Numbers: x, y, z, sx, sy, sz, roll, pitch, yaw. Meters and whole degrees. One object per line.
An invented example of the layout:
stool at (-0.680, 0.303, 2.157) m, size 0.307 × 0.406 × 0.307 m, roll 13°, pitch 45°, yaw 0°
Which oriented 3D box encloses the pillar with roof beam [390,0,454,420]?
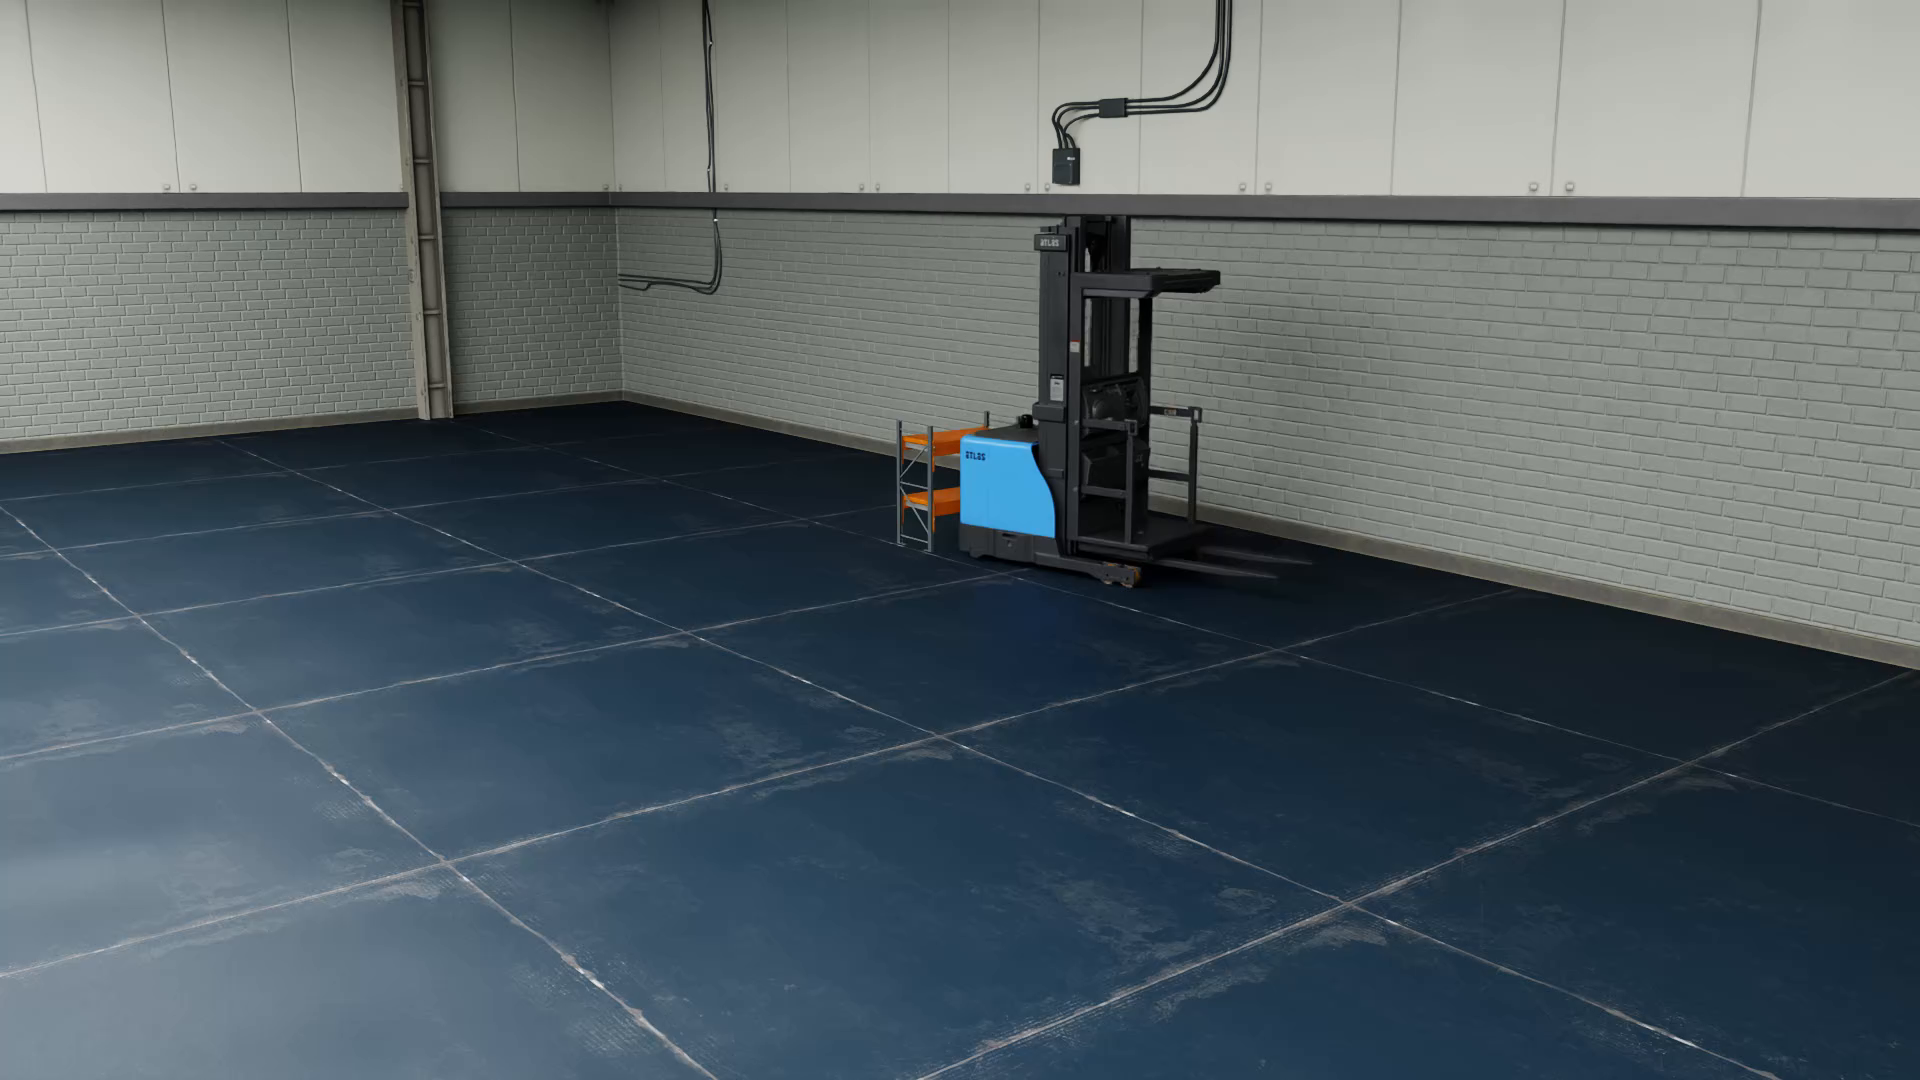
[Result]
pillar with roof beam at (-4.663, -5.421, 19.113) m, size 0.400 × 9.000 × 9.100 m, roll -9°, pitch 15°, yaw -38°

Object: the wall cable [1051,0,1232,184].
wall cable at (1.693, -6.408, 15.577) m, size 0.169 × 6.003 × 2.305 m, roll -9°, pitch 15°, yaw -38°

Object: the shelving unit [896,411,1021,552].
shelving unit at (-0.005, -0.549, 15.129) m, size 1.048 × 1.125 × 0.538 m, roll -9°, pitch 15°, yaw -38°

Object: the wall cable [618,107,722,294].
wall cable at (-4.226, -4.768, 23.514) m, size 0.112 × 2.526 × 3.097 m, roll -9°, pitch 15°, yaw -38°

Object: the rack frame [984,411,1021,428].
rack frame at (0.392, -0.615, 15.440) m, size 0.032 × 1.125 × 0.500 m, roll -9°, pitch 15°, yaw -38°

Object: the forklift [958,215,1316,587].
forklift at (1.459, -1.174, 13.720) m, size 3.031 × 2.935 × 1.130 m, roll 9°, pitch 15°, yaw 37°

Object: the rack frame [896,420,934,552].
rack frame at (-0.402, -0.483, 14.818) m, size 0.032 × 1.125 × 0.500 m, roll -9°, pitch 15°, yaw -38°

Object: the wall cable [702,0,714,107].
wall cable at (-2.536, -6.799, 20.923) m, size 0.112 × 2.526 × 3.097 m, roll -9°, pitch 15°, yaw -38°

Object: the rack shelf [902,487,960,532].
rack shelf at (-0.005, -0.310, 15.180) m, size 1.000 × 0.278 × 0.538 m, roll -9°, pitch 15°, yaw -38°

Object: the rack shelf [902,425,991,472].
rack shelf at (-0.005, -0.836, 15.068) m, size 1.000 × 0.278 × 0.538 m, roll -9°, pitch 15°, yaw -38°
